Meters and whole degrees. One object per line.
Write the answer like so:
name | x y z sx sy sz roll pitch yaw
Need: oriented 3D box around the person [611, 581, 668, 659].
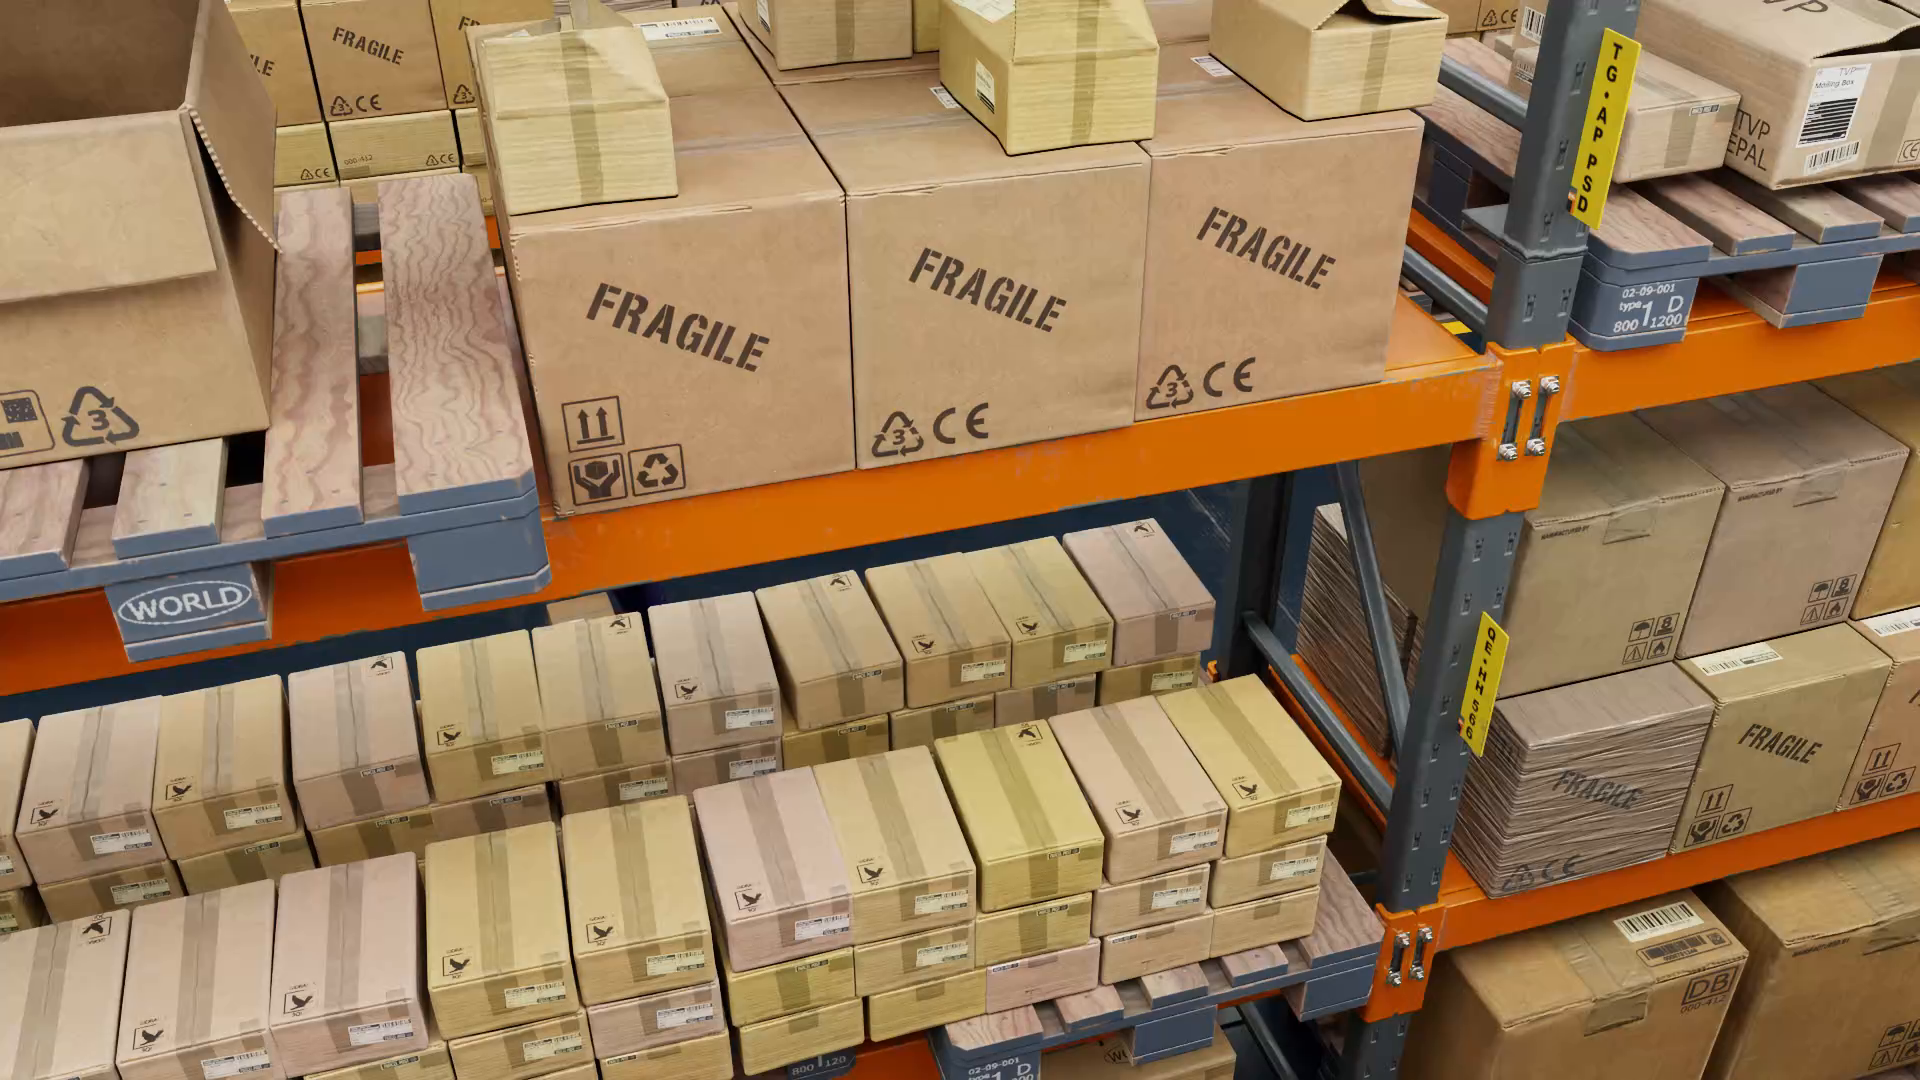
person | -1.307 -0.215 6.467 0.376 1.651 0.564 -12 36 -17
